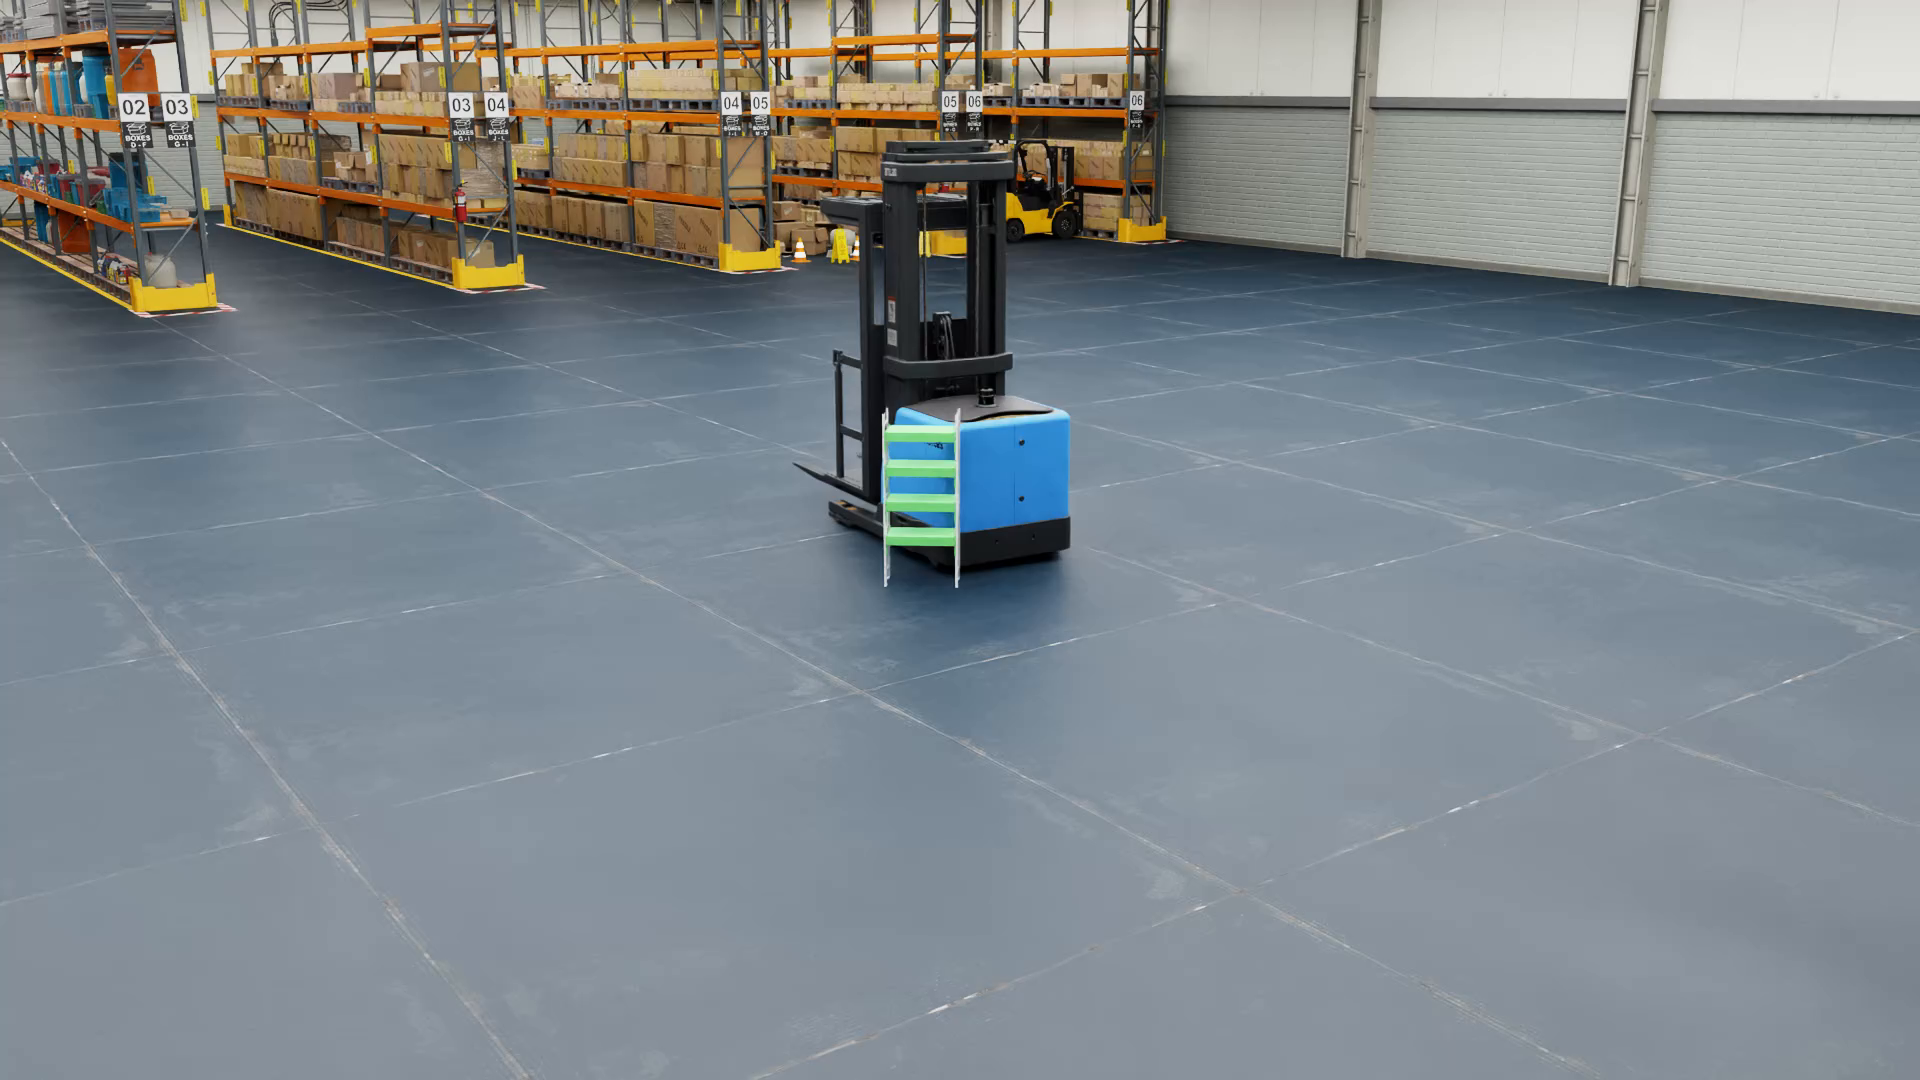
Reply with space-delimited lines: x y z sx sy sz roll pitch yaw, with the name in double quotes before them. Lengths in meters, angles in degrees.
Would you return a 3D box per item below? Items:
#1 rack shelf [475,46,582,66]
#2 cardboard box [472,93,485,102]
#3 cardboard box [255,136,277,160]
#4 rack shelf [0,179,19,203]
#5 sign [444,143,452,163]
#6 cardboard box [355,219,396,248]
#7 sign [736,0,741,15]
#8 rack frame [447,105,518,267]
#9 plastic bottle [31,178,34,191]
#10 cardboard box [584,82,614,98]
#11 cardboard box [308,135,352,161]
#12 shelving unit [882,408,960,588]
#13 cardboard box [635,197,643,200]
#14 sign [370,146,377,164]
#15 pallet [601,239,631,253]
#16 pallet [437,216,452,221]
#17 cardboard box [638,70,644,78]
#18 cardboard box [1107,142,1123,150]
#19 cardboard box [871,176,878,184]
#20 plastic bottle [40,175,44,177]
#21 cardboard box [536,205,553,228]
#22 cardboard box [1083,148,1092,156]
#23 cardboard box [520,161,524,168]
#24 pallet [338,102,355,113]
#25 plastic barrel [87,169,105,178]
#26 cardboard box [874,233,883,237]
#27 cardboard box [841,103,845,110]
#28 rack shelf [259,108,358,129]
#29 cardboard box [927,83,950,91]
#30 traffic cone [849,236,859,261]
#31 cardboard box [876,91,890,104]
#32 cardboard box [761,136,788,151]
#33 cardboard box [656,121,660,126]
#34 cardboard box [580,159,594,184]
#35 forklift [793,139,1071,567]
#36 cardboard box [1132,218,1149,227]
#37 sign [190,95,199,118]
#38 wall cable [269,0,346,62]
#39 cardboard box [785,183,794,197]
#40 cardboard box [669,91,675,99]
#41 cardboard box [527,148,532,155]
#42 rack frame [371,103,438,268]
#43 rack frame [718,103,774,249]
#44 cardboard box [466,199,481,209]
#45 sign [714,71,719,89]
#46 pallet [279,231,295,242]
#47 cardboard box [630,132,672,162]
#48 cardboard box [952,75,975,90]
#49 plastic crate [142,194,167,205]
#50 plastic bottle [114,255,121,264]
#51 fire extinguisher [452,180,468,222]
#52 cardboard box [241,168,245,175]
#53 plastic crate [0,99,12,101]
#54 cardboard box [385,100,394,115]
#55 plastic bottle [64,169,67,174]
"rack shelf" -9.820 -11.020 37.913 1.077 0.370 4.000 -11 19 -35
"cardboard box" -7.987 -7.444 27.938 0.380 0.149 0.250 -11 19 -35
"cardboard box" -15.554 -8.834 37.472 0.500 0.500 0.500 -10 18 -33
"rack shelf" -20.250 -7.656 36.230 1.077 0.370 4.000 -11 19 -35
"sign" -8.472 -6.411 27.527 0.100 0.325 0.005 -11 19 -35
"cardboard box" -11.630 -6.121 33.159 0.700 0.500 0.500 -9 18 -30
"sign" -5.146 -12.362 38.629 0.100 0.325 0.005 -11 19 -35
"rack frame" -8.012 -5.782 28.021 1.000 3.000 0.127 -11 19 -35
"plastic bottle" -18.326 -7.059 32.929 0.097 0.271 0.097 0 15 0
"cardboard box" -7.501 -9.380 34.666 0.500 0.311 0.500 -12 19 -37
"cardboard box" -13.132 -8.181 34.696 0.797 0.503 0.637 -10 18 -33
"shelving unit" -0.259 -0.285 11.345 0.503 1.200 0.258 1 15 4
"cardboard box" -8.389 -9.384 45.239 0.875 0.438 0.875 -10 18 -33
"sign" -10.810 -7.108 30.671 0.100 0.325 0.005 -11 19 -35
"pallet" -6.807 -6.193 34.803 1.003 0.211 1.213 -11 19 -35
"pallet" -12.854 -8.407 42.893 1.003 0.211 1.213 -11 19 -35
"cardboard box" -6.053 -9.107 32.466 0.380 0.149 0.250 -11 19 -35
"cardboard box" 3.466 -8.688 36.656 0.380 0.149 0.250 -11 19 -34
"cardboard box" -1.677 -7.662 35.364 0.380 0.149 0.250 -11 19 -34
"plastic bottle" -18.442 -7.184 33.377 0.152 0.276 0.135 -11 19 -35
"cardboard box" -9.242 -7.336 37.636 0.500 0.500 0.500 -11 19 -35
"cardboard box" 2.978 -8.703 37.273 0.380 0.149 0.250 -12 19 -36
"cardboard box" -9.746 -8.516 37.690 0.380 0.149 0.250 -11 19 -35
"pallet" -11.253 -8.362 32.120 1.213 0.211 1.003 -11 19 -35
"plastic barrel" -15.944 -6.589 30.757 0.421 0.512 0.421 0 15 0
"cardboard box" -1.582 -6.658 35.633 0.500 0.250 0.500 -11 19 -35
"cardboard box" -2.363 -9.395 36.013 0.380 0.149 0.250 -11 19 -35
"rack shelf" -13.891 -9.018 35.522 1.077 0.370 4.000 -11 19 -35
"cardboard box" -0.433 -9.057 33.269 0.380 0.149 0.250 -11 19 -34
"traffic cone" -1.990 -5.744 32.685 0.336 0.463 0.334 -11 19 -35
"cardboard box" -1.417 -9.231 34.660 0.500 0.250 0.500 -11 19 -34
"cardboard box" -4.310 -9.181 38.890 0.500 0.500 0.500 -10 18 -32
"cardboard box" -7.696 -10.871 43.300 0.380 0.149 0.250 -11 19 -34
"cardboard box" -7.710 -7.827 35.301 0.500 0.500 0.500 -11 19 -35
"forklift" -0.374 -1.563 12.734 1.130 2.935 3.031 -9 18 -29
"cardboard box" 3.887 -7.103 37.261 0.500 0.250 0.500 -11 19 -34
"sign" -11.571 -6.549 25.123 0.100 0.325 0.005 -11 19 -35
"wall cable" -17.956 -15.387 45.653 2.277 5.999 0.120 -11 19 -35
"cardboard box" -4.636 -10.171 47.996 0.700 0.500 0.500 -10 18 -32
"cardboard box" -5.306 -8.451 31.581 0.380 0.149 0.250 -11 19 -34
"cardboard box" -9.449 -8.695 37.215 0.380 0.149 0.250 -11 19 -35
"rack frame" -10.364 -6.637 31.142 1.000 3.000 0.127 -11 19 -35
"rack frame" -3.940 -6.531 30.755 1.000 3.000 0.127 -11 19 -35
"cardboard box" -8.346 -5.690 28.159 0.380 0.149 0.250 -11 19 -35
"sign" -4.387 -8.285 29.956 0.100 0.325 0.005 -11 19 -35
"pallet" -14.553 -6.847 37.192 1.003 0.211 1.213 -11 19 -35
"cardboard box" -6.103 -7.894 33.406 0.875 0.550 0.550 -11 19 -35
"cardboard box" 0.141 -11.136 40.725 0.500 0.500 0.500 -10 18 -33
"plastic crate" -13.500 -5.602 27.643 0.499 0.251 0.616 -11 19 -35
"plastic bottle" -14.114 -4.588 27.841 0.144 0.351 0.185 -11 19 -35
"fire extinguisher" -8.317 -5.649 27.680 0.296 0.674 0.183 -11 19 -35
"cardboard box" -16.572 -8.623 38.874 0.380 0.149 0.250 -11 19 -36
"plastic crate" -19.867 -9.087 34.730 0.416 0.233 0.300 -11 19 -35
"cardboard box" -9.991 -7.763 29.859 0.500 0.250 0.500 -11 19 -35
"plastic bottle" -18.269 -7.407 34.049 0.144 0.351 0.185 -11 19 -35
